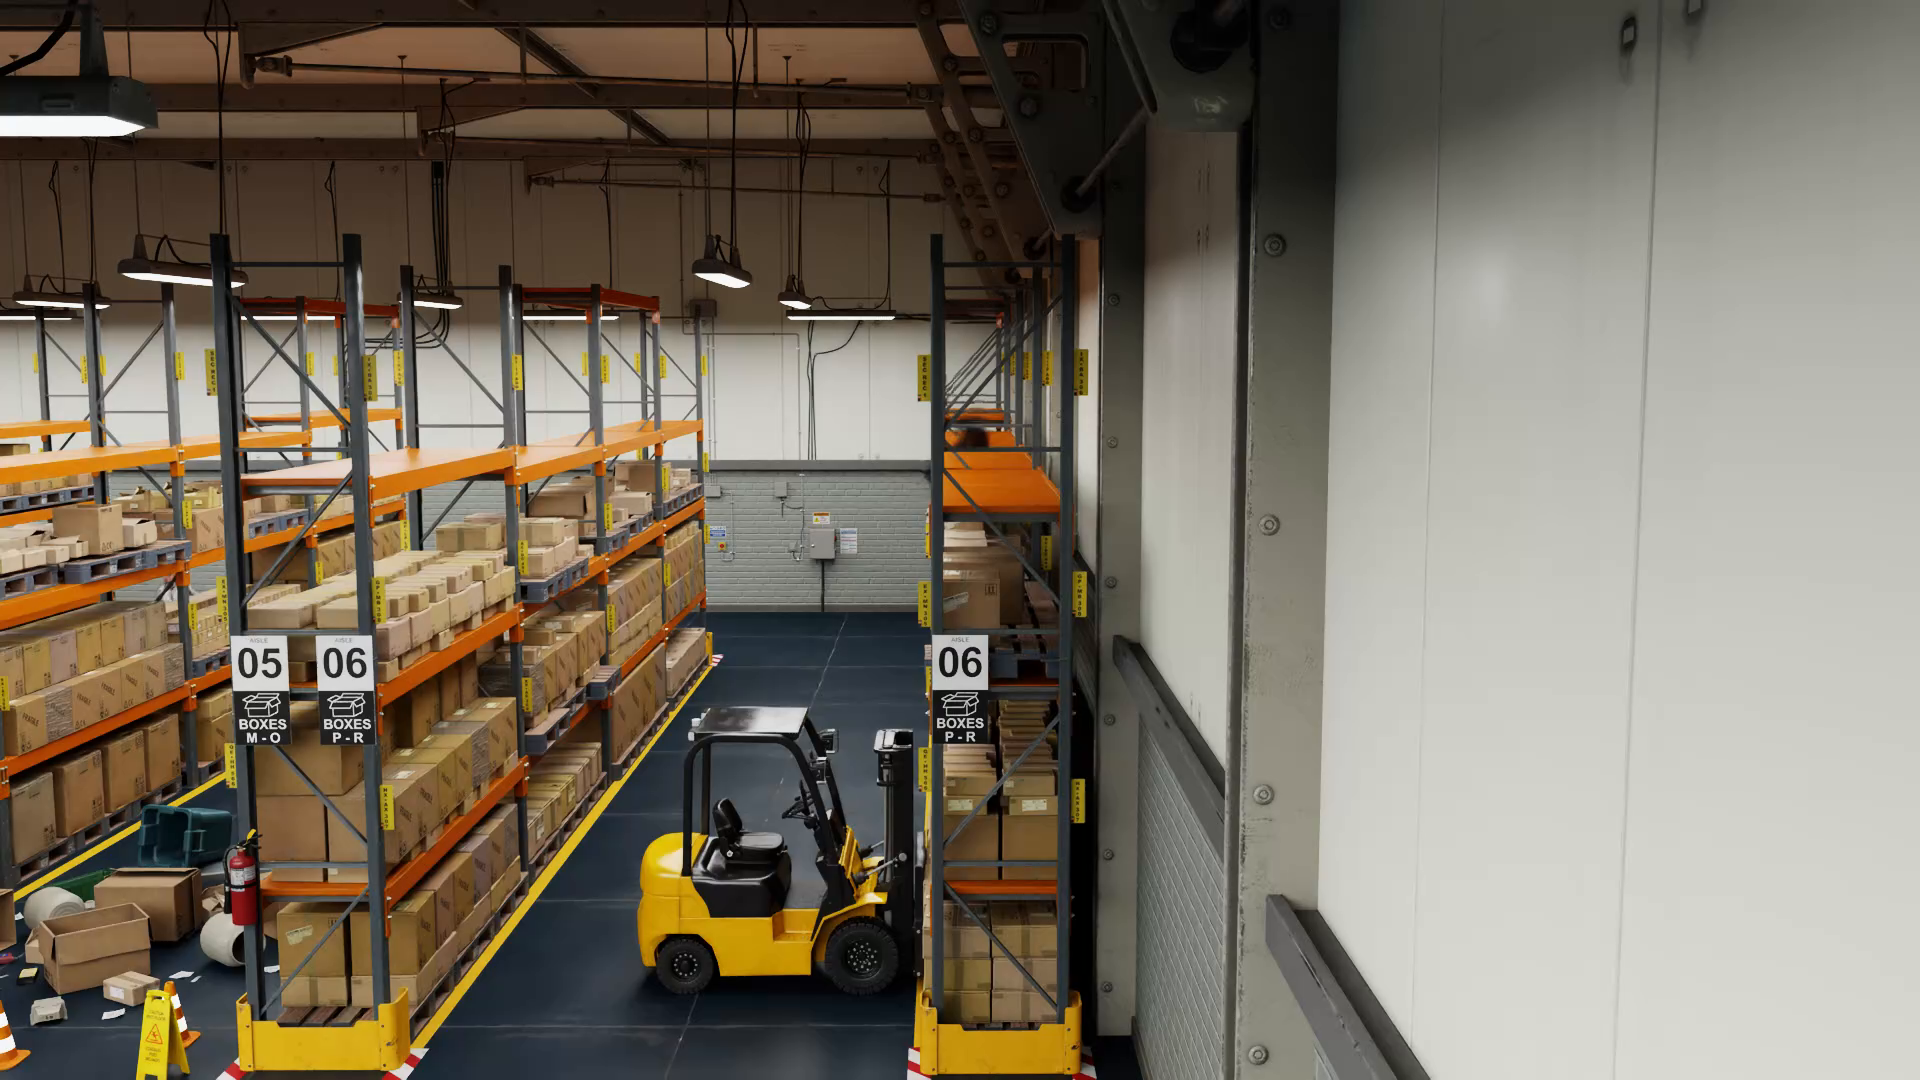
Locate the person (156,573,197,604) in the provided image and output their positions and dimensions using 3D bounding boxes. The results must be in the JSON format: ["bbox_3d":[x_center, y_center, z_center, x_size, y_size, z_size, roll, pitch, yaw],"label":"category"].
[{"bbox_3d":[-12.982,1.279,27.651,0.715,1.685,0.590,-1,6,-13],"label":"person"}]
